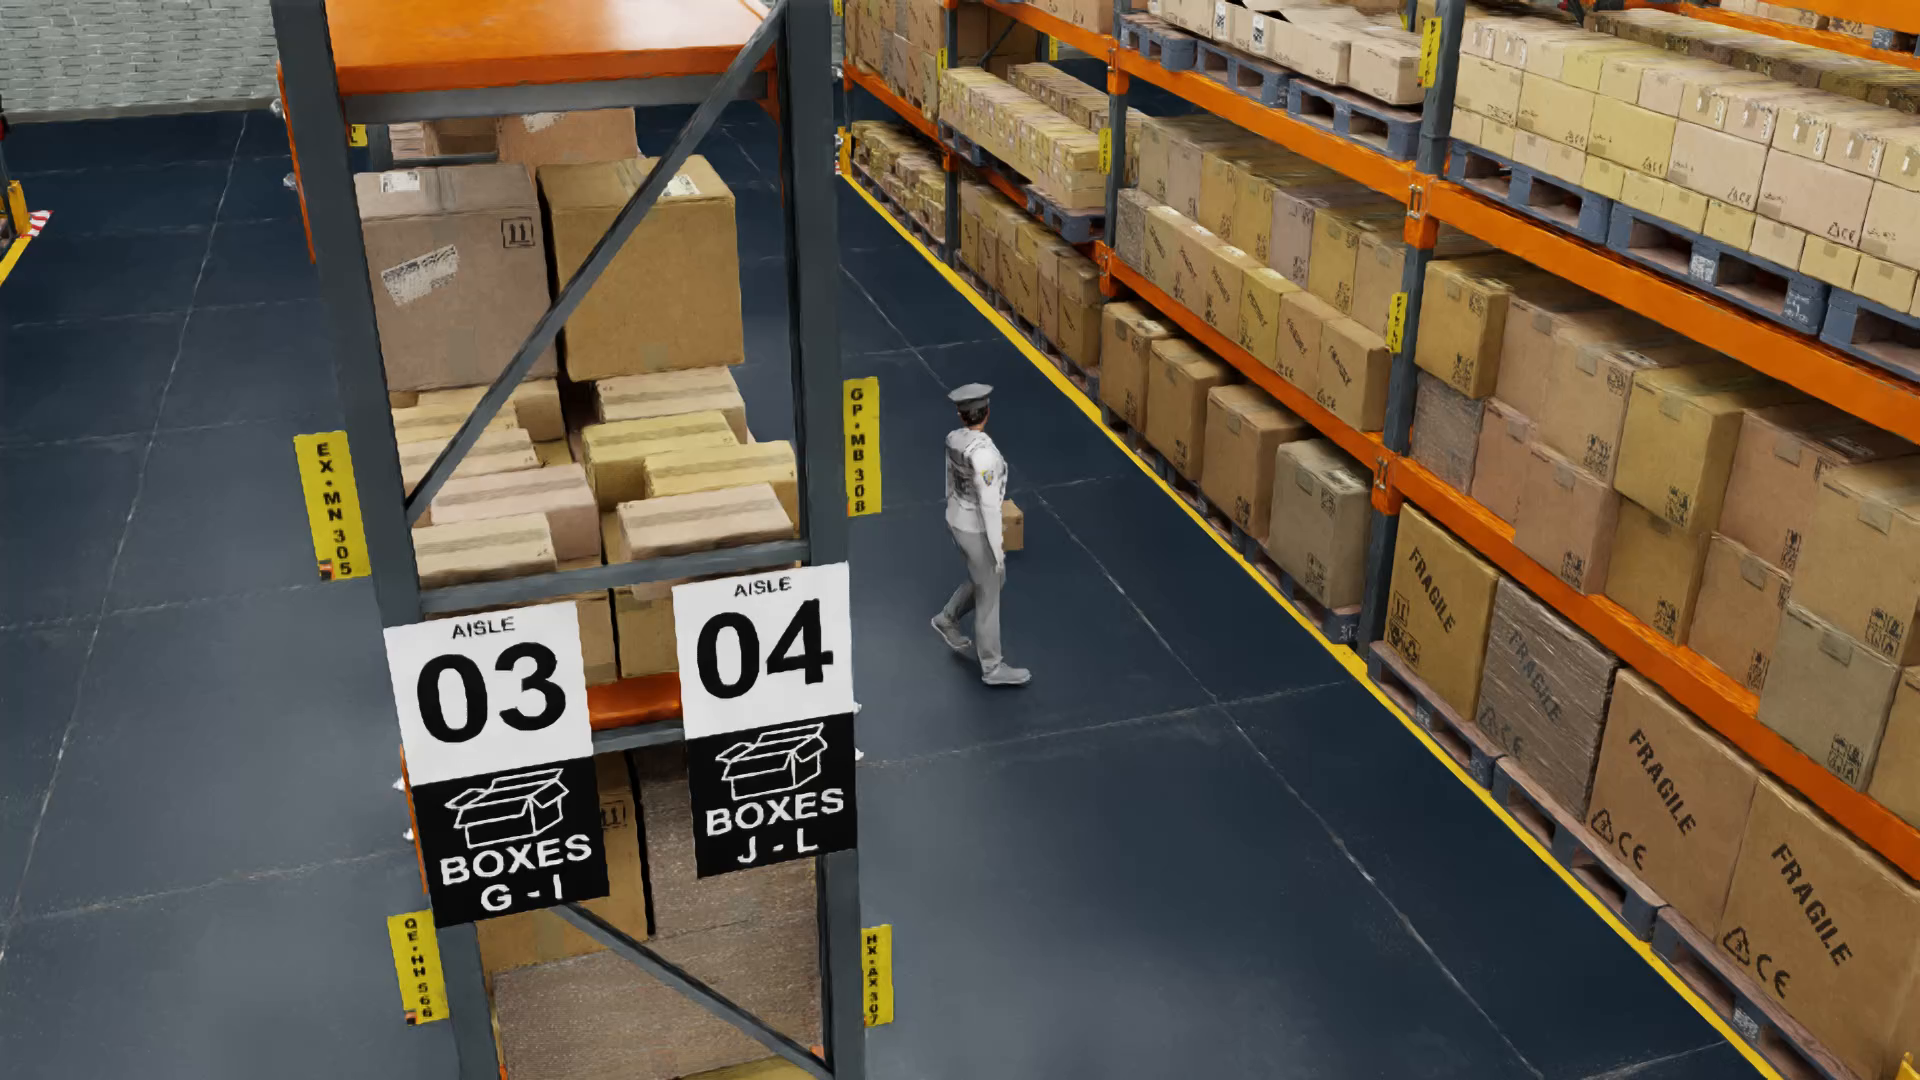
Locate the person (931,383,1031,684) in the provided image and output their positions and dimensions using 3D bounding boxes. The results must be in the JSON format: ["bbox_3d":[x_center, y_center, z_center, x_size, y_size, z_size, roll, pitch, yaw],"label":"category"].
[{"bbox_3d":[0.122,-0.030,9.205,0.460,1.633,0.610,-6,27,-11],"label":"person"}]
